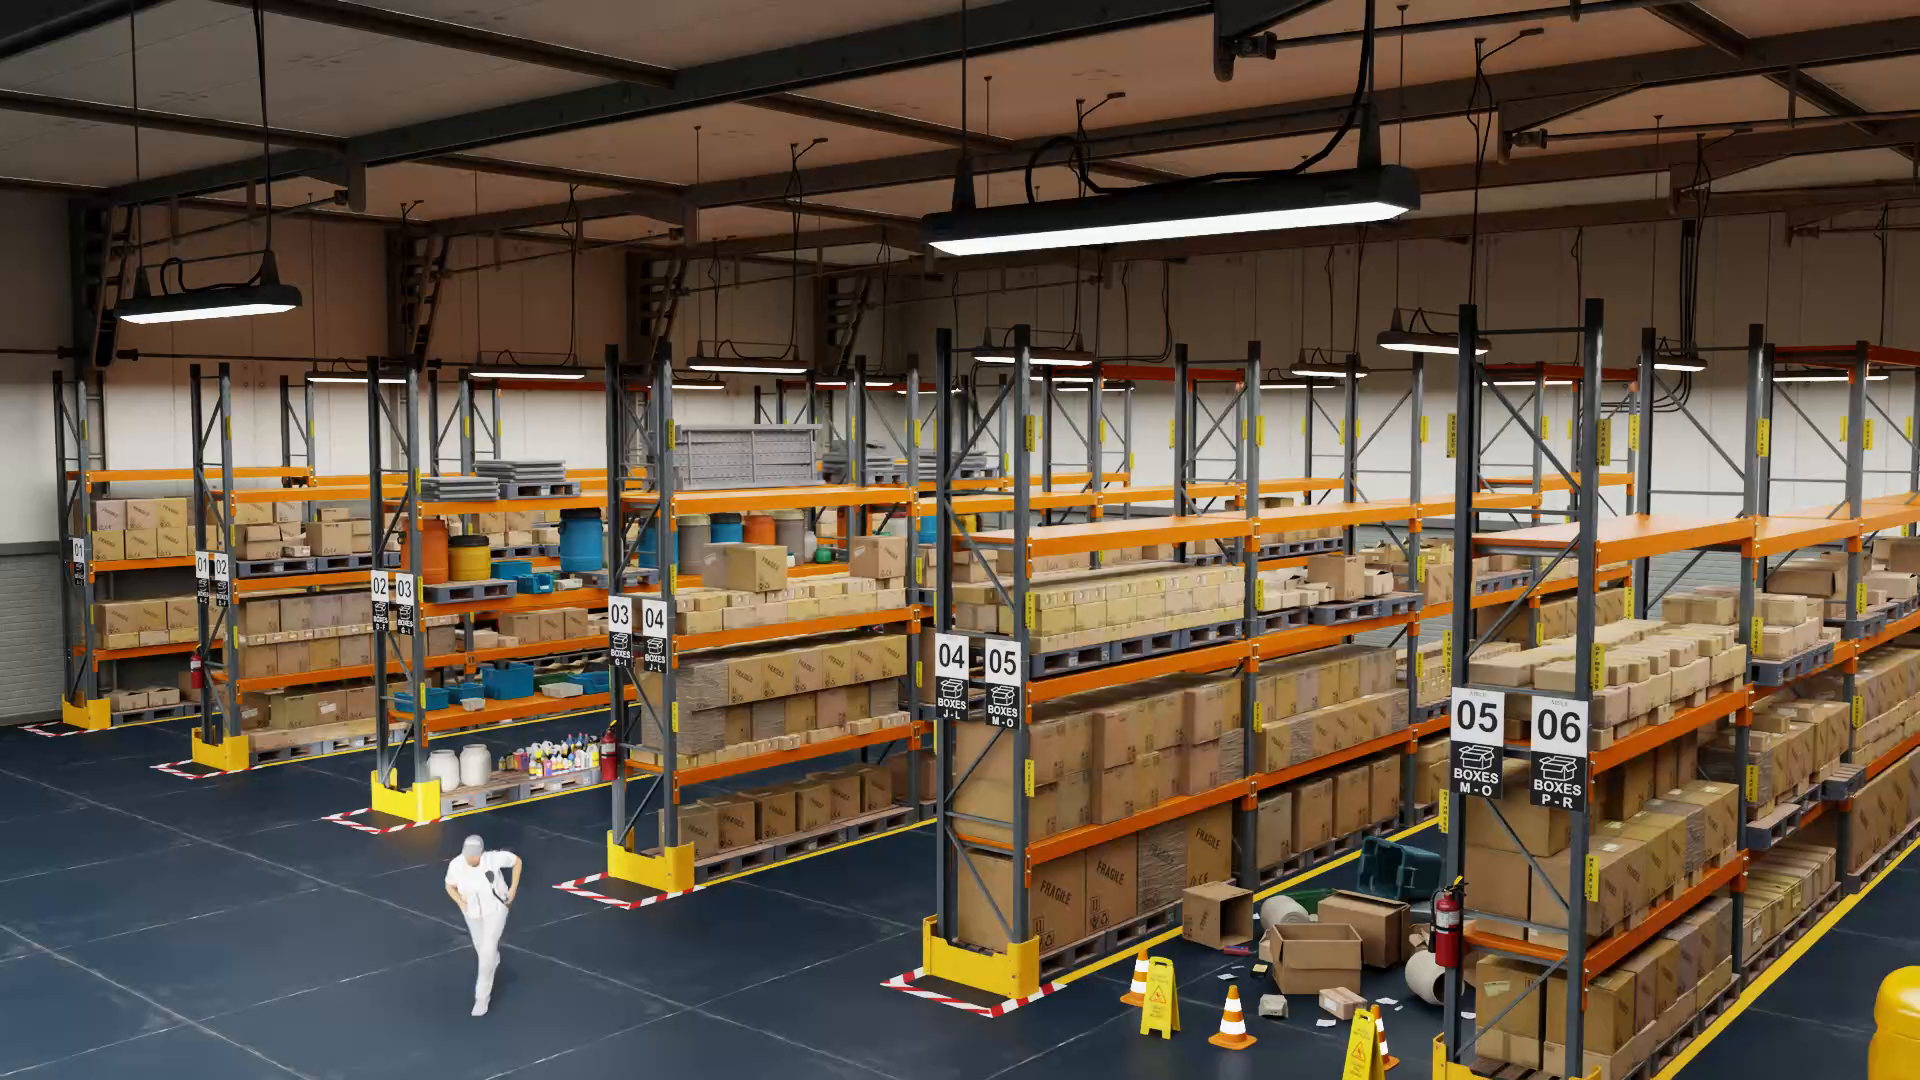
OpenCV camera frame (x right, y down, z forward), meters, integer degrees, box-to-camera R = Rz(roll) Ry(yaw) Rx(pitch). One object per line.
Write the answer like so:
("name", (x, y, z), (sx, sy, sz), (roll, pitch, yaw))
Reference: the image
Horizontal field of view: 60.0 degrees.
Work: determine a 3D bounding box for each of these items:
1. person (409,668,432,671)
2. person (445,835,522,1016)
("person", (-9.704, 2.223, 29.684), (0.739, 1.578, 0.896), (1, 4, 14))
("person", (-4.214, 3.340, 14.790), (0.649, 1.627, 1.032), (0, 4, -4))
